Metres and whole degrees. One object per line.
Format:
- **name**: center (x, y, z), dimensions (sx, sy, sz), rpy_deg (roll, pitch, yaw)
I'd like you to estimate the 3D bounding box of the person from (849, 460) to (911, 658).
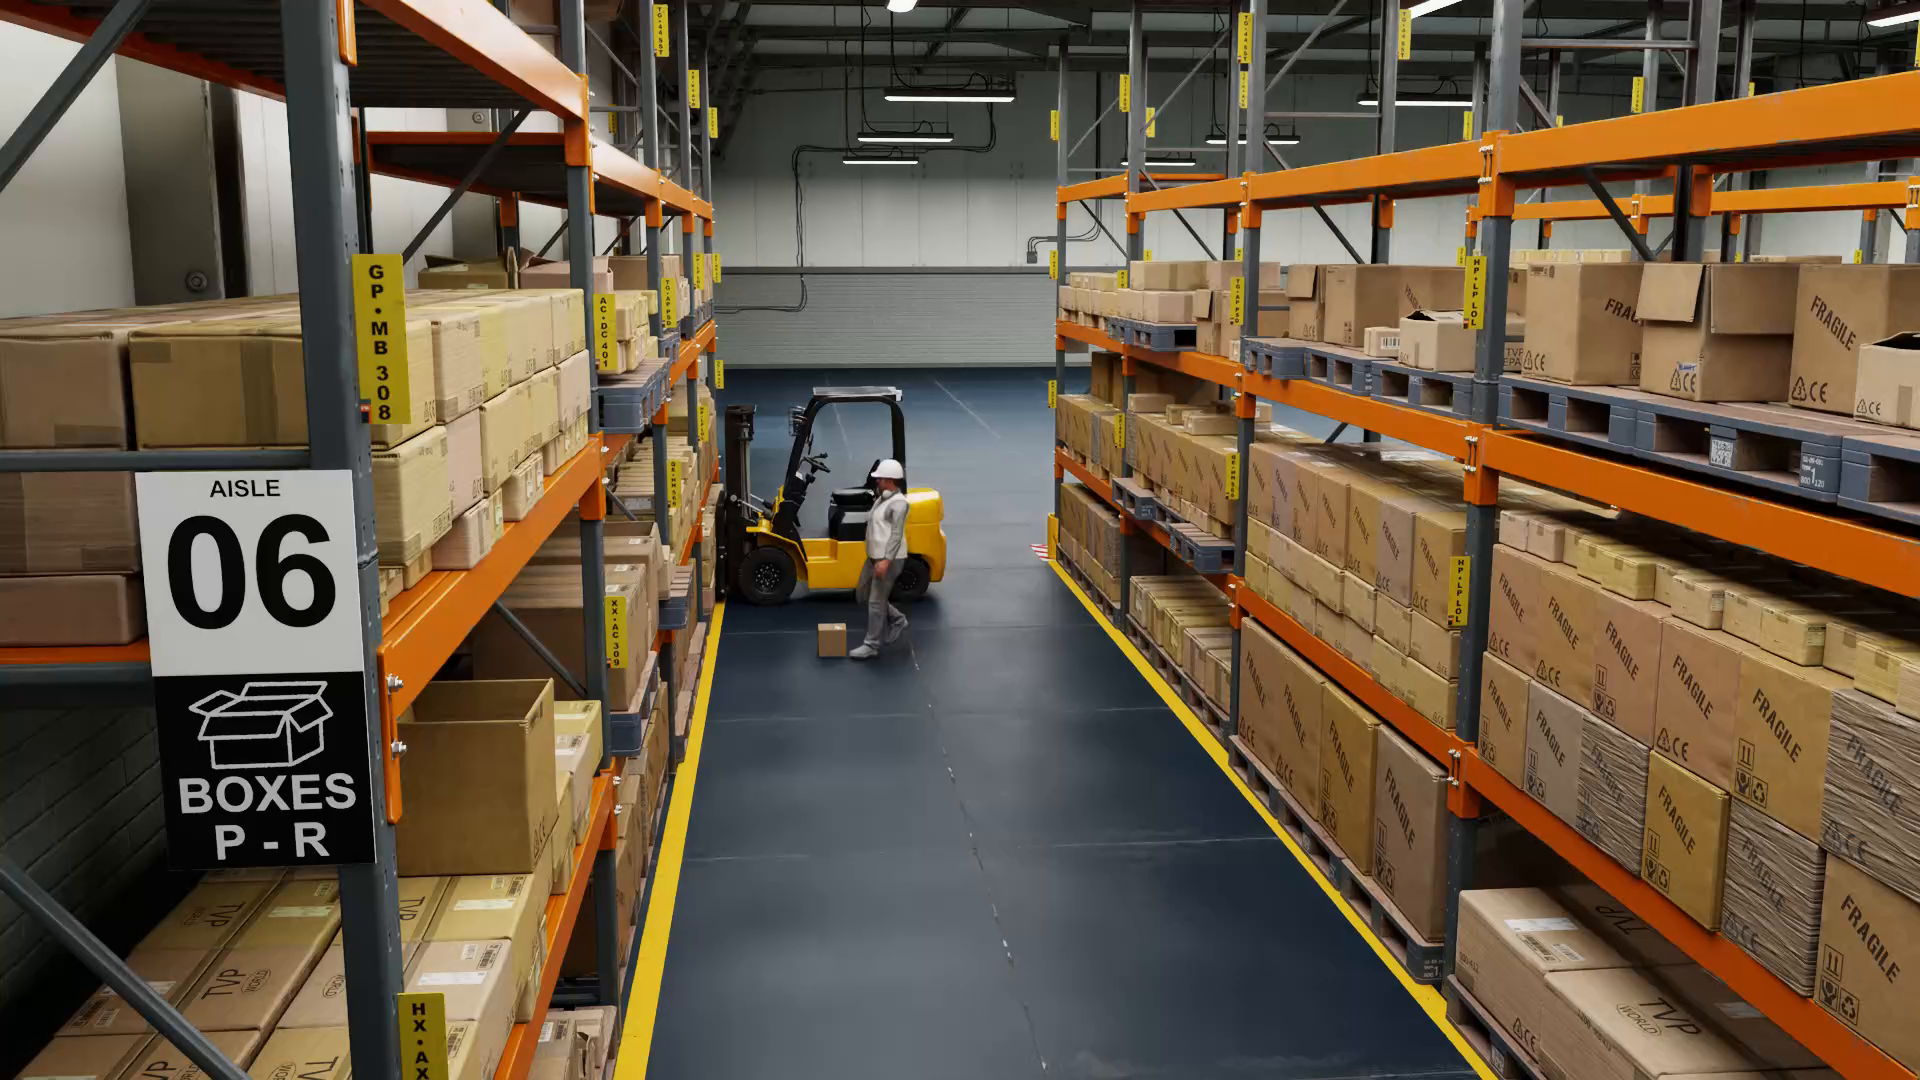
- **person**: center (-0.729, 0.156, 14.939), dimensions (0.647, 1.762, 0.577), rpy_deg (-4, 11, -21)
